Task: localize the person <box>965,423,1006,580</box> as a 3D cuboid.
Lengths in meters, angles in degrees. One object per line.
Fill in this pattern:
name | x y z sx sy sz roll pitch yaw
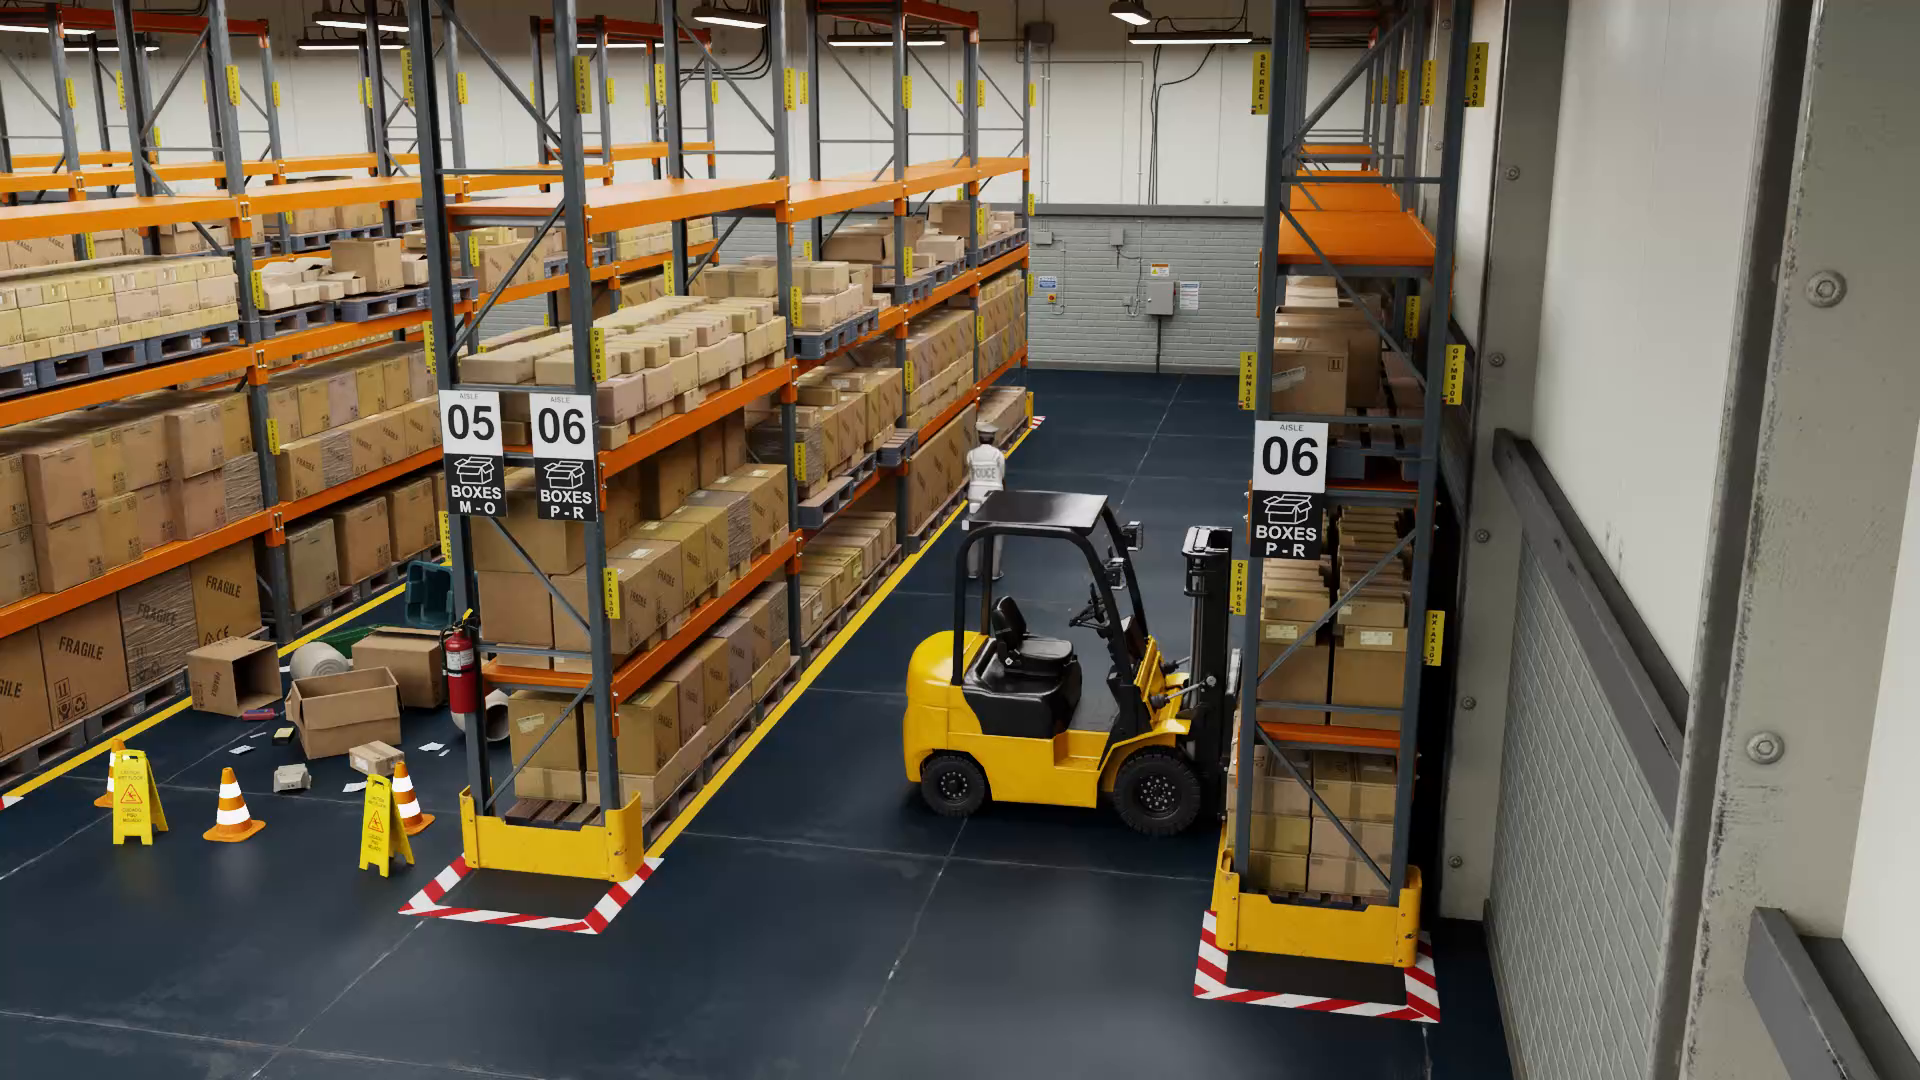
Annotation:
person | 0.276 -0.402 17.631 0.415 1.625 0.566 3 15 10
